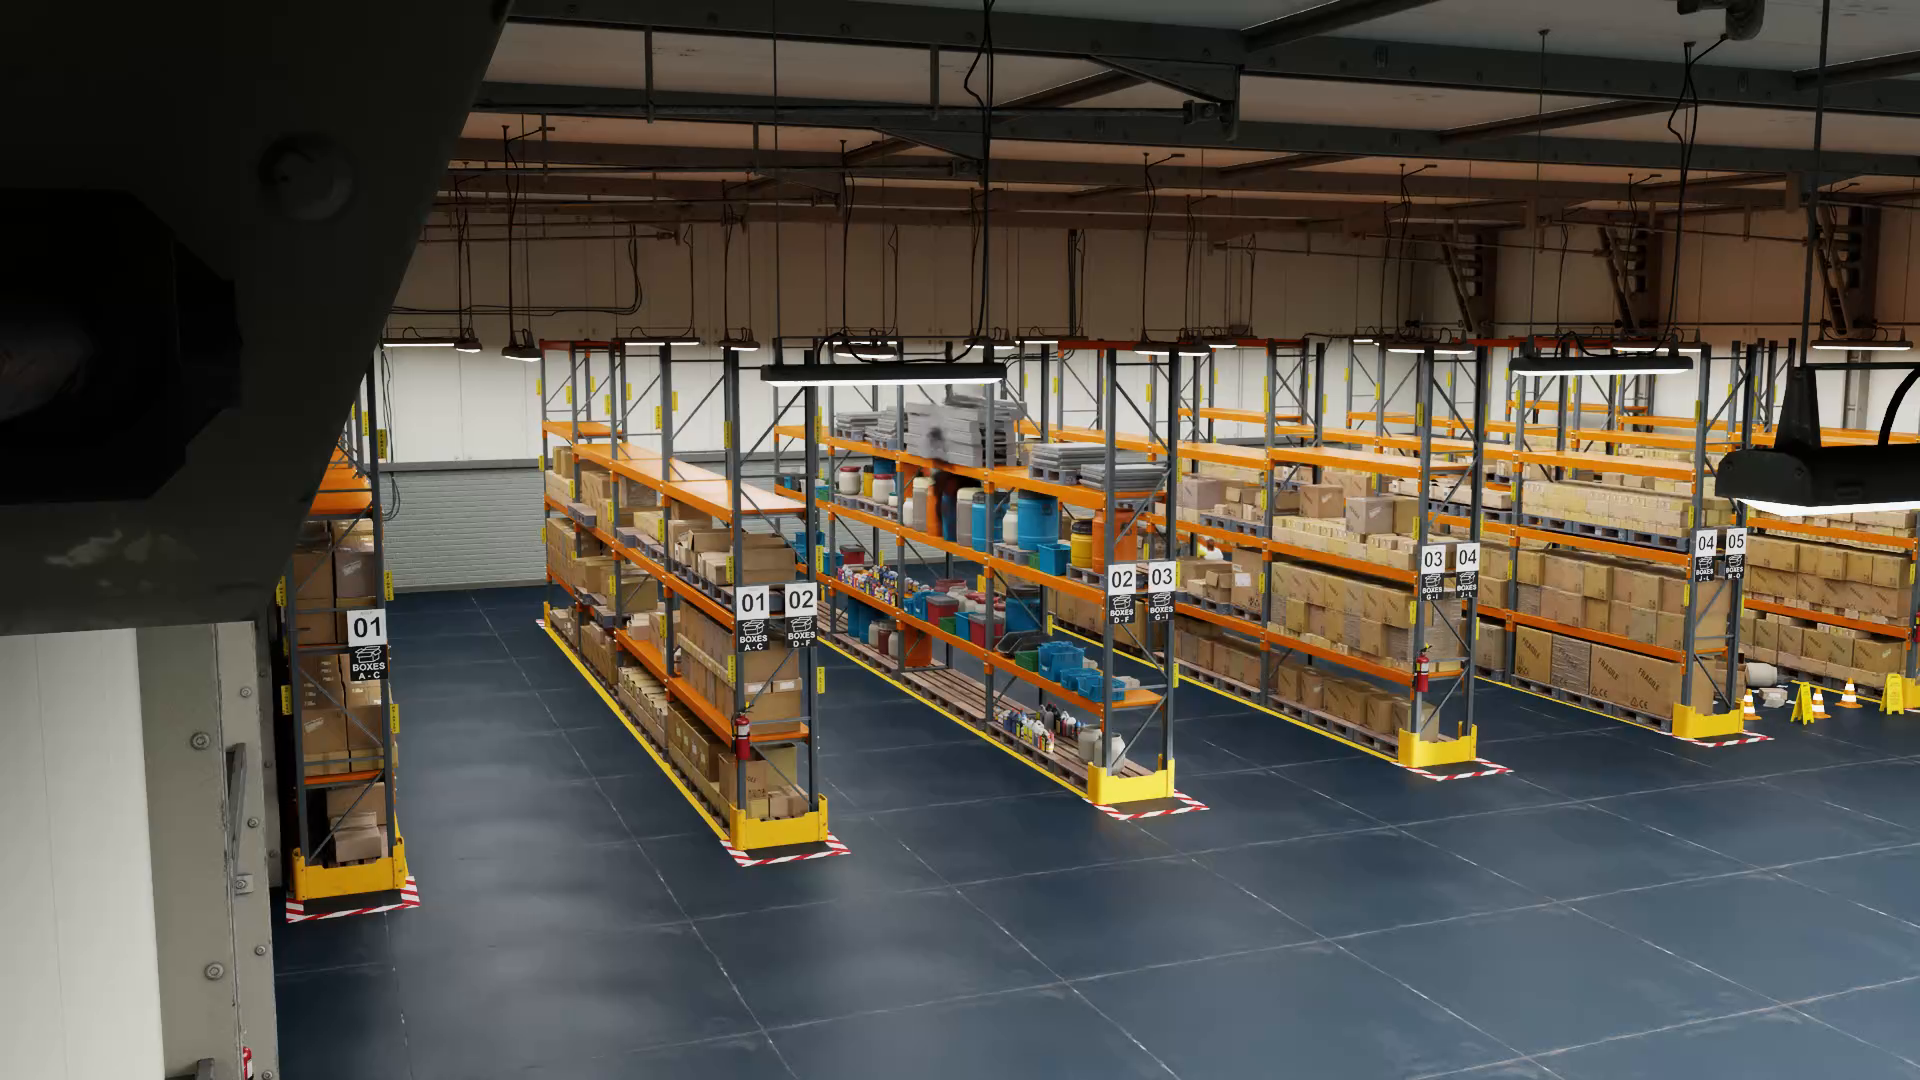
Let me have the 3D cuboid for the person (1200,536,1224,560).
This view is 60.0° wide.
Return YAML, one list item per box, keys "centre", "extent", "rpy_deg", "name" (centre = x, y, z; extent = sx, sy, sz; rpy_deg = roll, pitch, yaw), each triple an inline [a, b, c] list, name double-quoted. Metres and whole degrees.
- centre: [5.439, 0.751, 36.234]
  extent: [0.713, 1.745, 0.933]
  rpy_deg: [-3, 8, -22]
  name: "person"

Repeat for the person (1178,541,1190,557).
- centre: [5.753, 0.117, 41.901]
  extent: [0.541, 1.548, 0.792]
  rpy_deg: [1, 7, 6]
  name: "person"

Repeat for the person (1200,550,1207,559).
- centre: [4.957, 1.061, 33.977]
  extent: [0.694, 1.720, 0.595]
  rpy_deg: [-4, 8, -25]
  name: "person"
